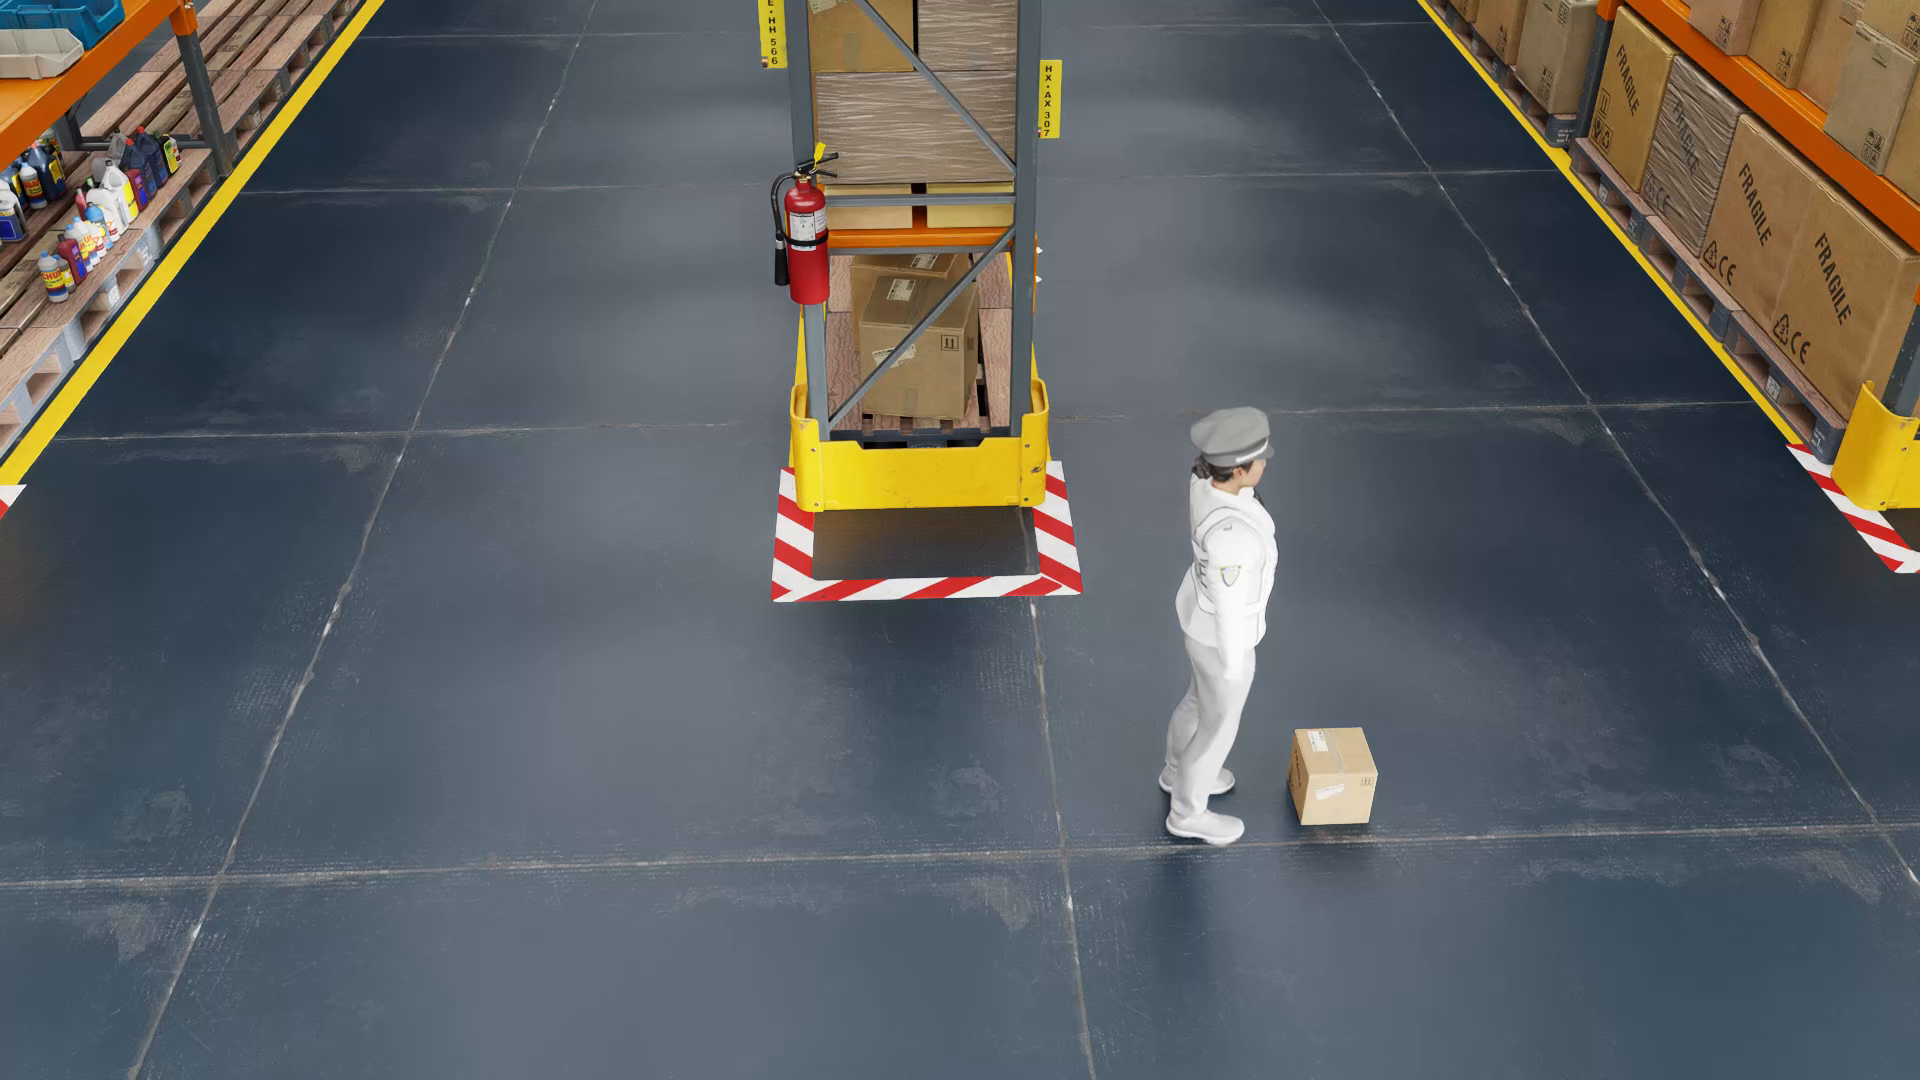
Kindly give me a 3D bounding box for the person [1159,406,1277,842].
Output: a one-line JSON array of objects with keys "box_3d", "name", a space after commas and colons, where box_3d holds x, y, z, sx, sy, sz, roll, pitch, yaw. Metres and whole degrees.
[{"box_3d": [0.901, 0.299, 5.722, 0.337, 1.683, 0.467, -1, 35, -1], "name": "person"}]
